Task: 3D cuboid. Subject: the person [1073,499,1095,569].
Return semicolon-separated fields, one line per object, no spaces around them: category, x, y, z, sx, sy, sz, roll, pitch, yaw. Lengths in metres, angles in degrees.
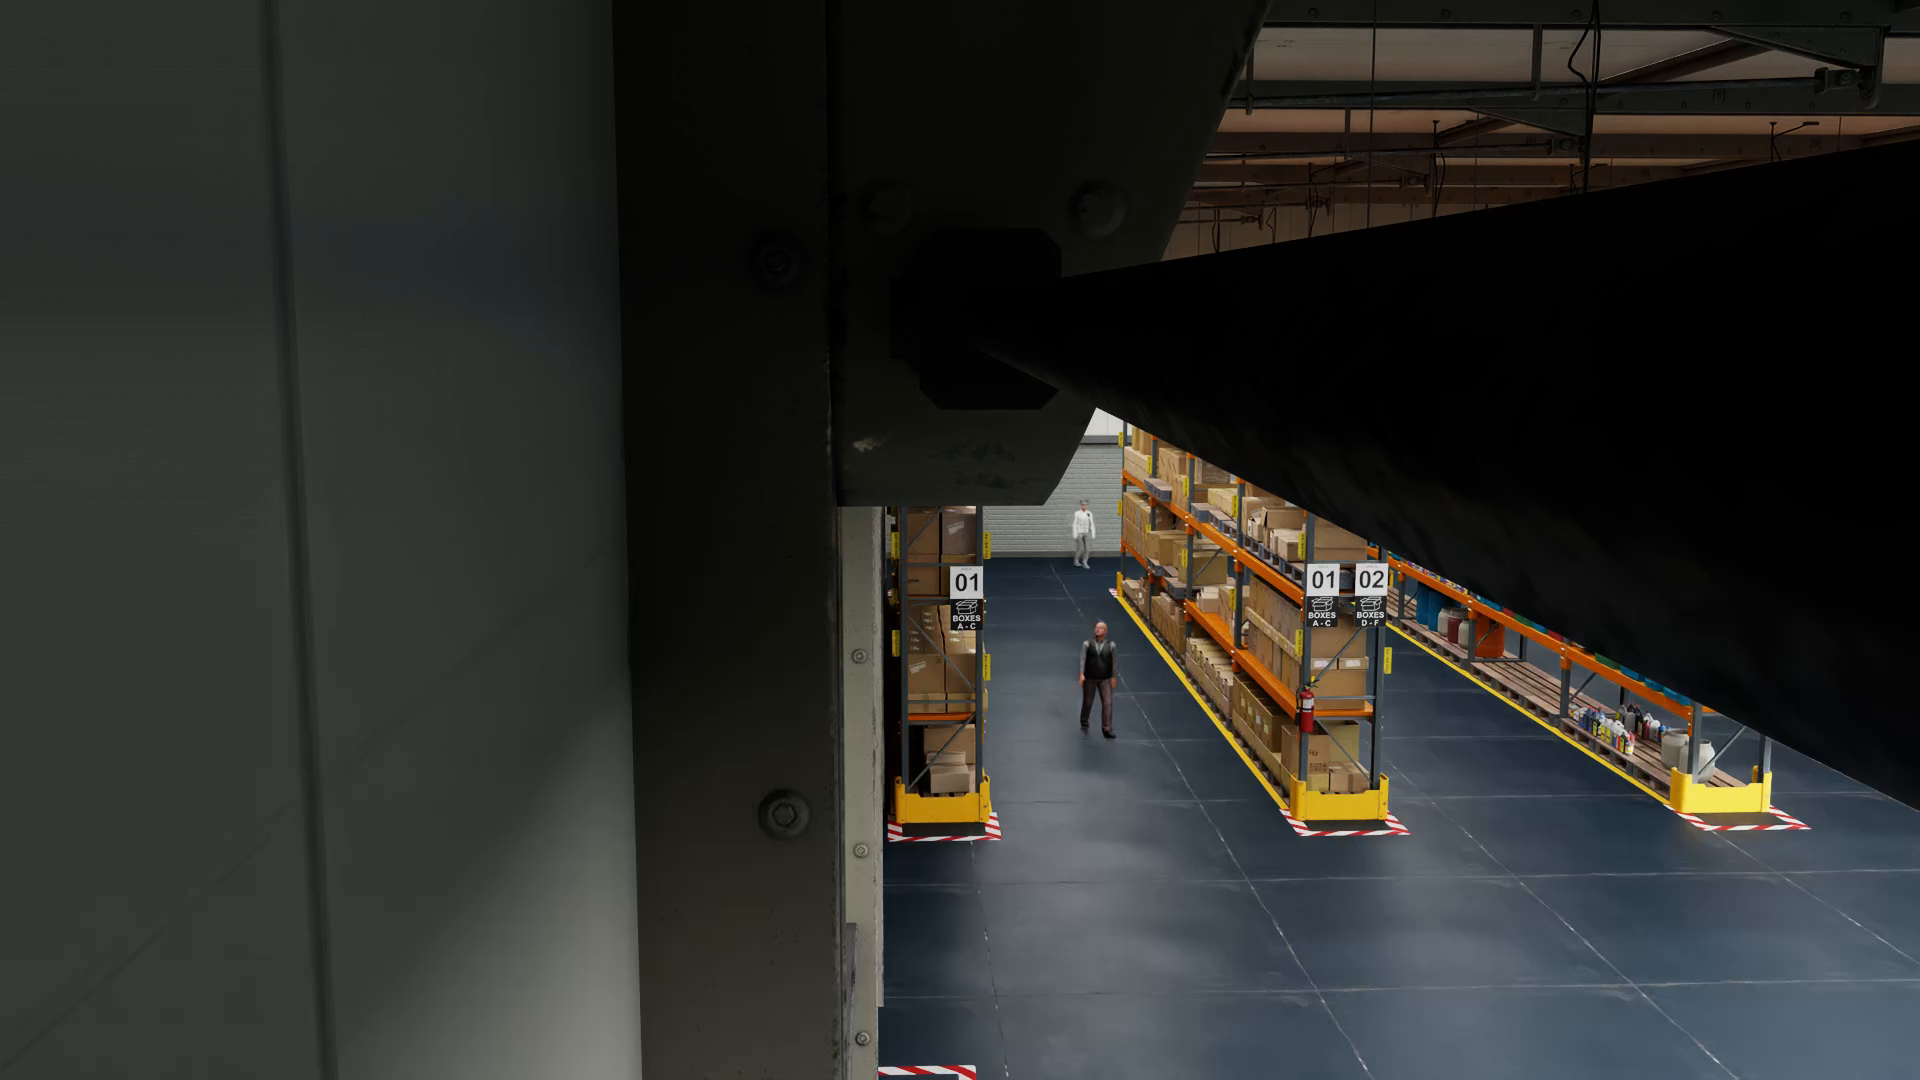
person;2.987;-0.152;40.338;0.522;1.689;0.452;-4;9;-28

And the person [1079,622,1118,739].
person;2.040;2.063;24.600;0.628;1.669;1.006;-1;8;-9
